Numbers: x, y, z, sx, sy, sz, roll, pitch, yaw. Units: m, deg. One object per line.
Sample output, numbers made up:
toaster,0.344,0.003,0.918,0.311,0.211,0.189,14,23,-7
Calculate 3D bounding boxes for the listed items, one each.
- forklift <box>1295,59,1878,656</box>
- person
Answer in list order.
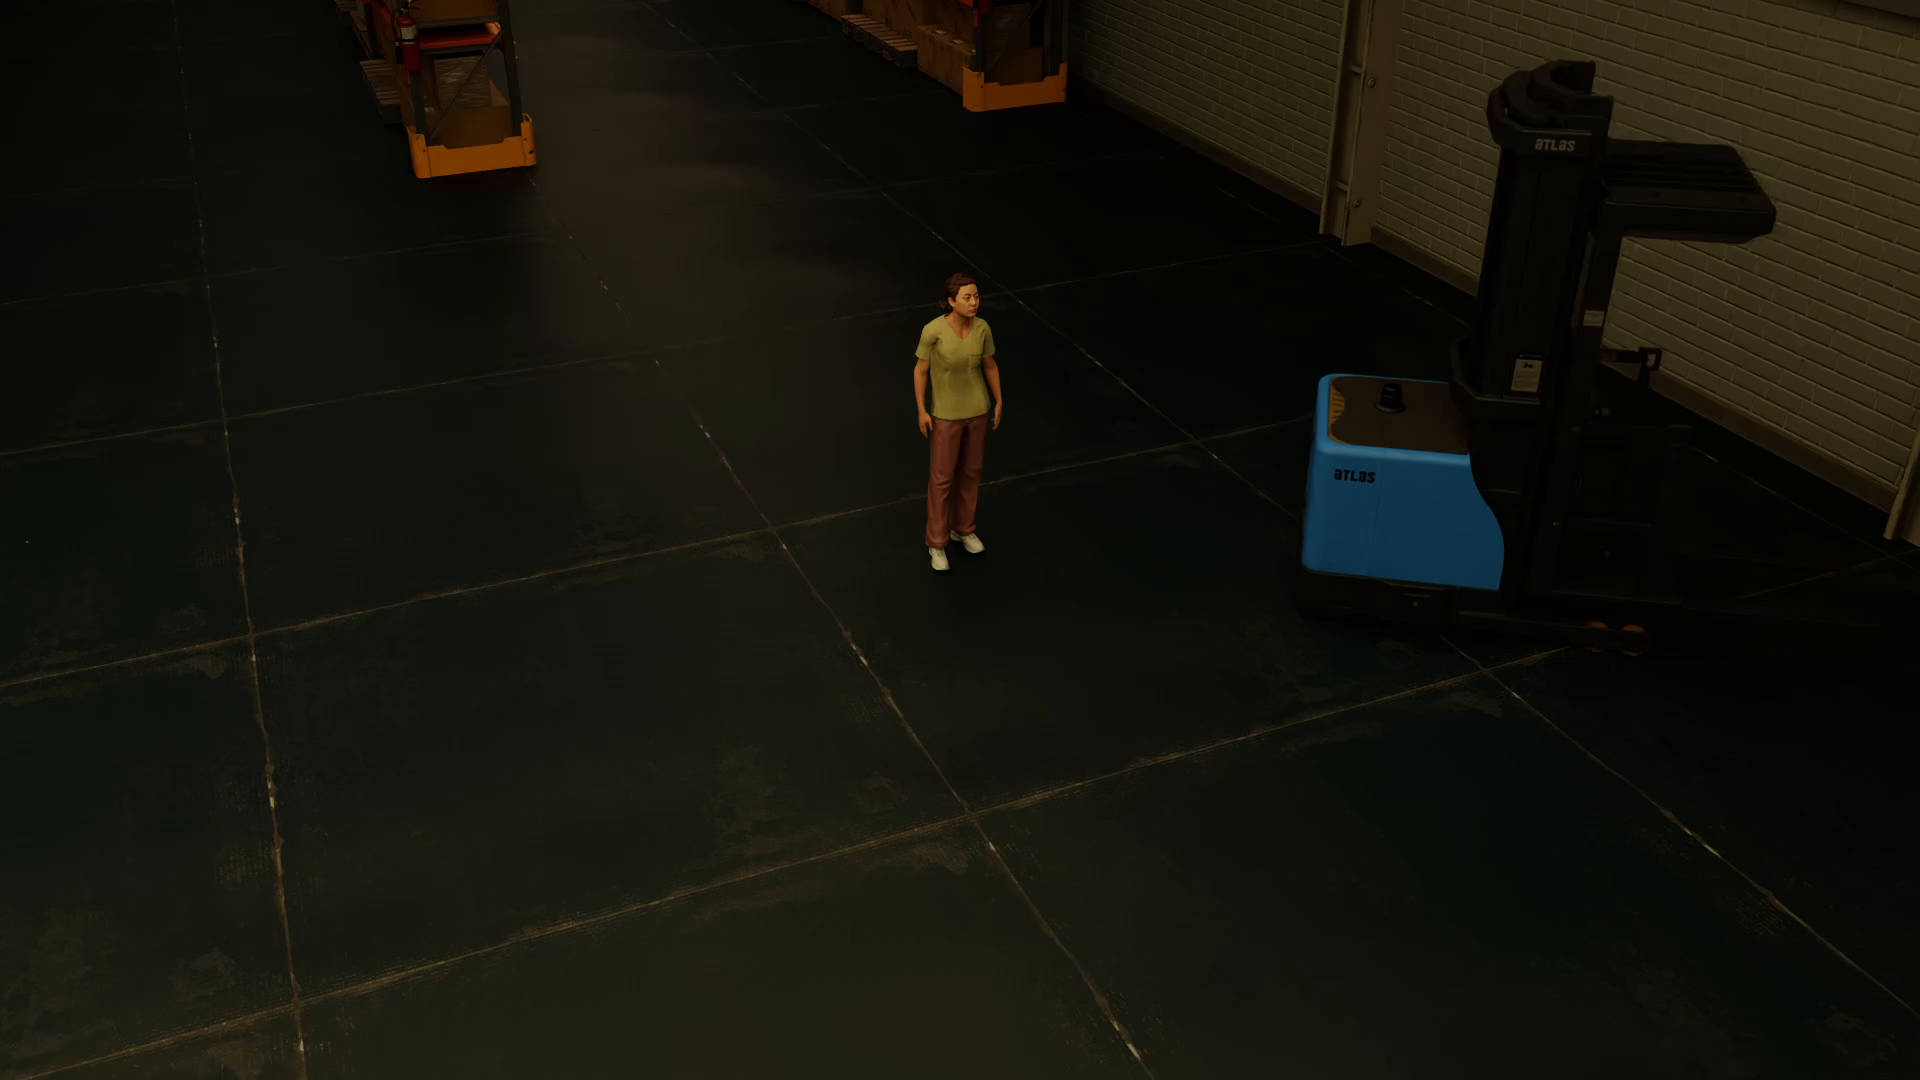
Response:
forklift,3.454,-0.934,8.753,3.031,2.935,1.130,6,30,10
person,0.019,-0.698,9.590,0.554,1.673,0.548,-12,32,-20
